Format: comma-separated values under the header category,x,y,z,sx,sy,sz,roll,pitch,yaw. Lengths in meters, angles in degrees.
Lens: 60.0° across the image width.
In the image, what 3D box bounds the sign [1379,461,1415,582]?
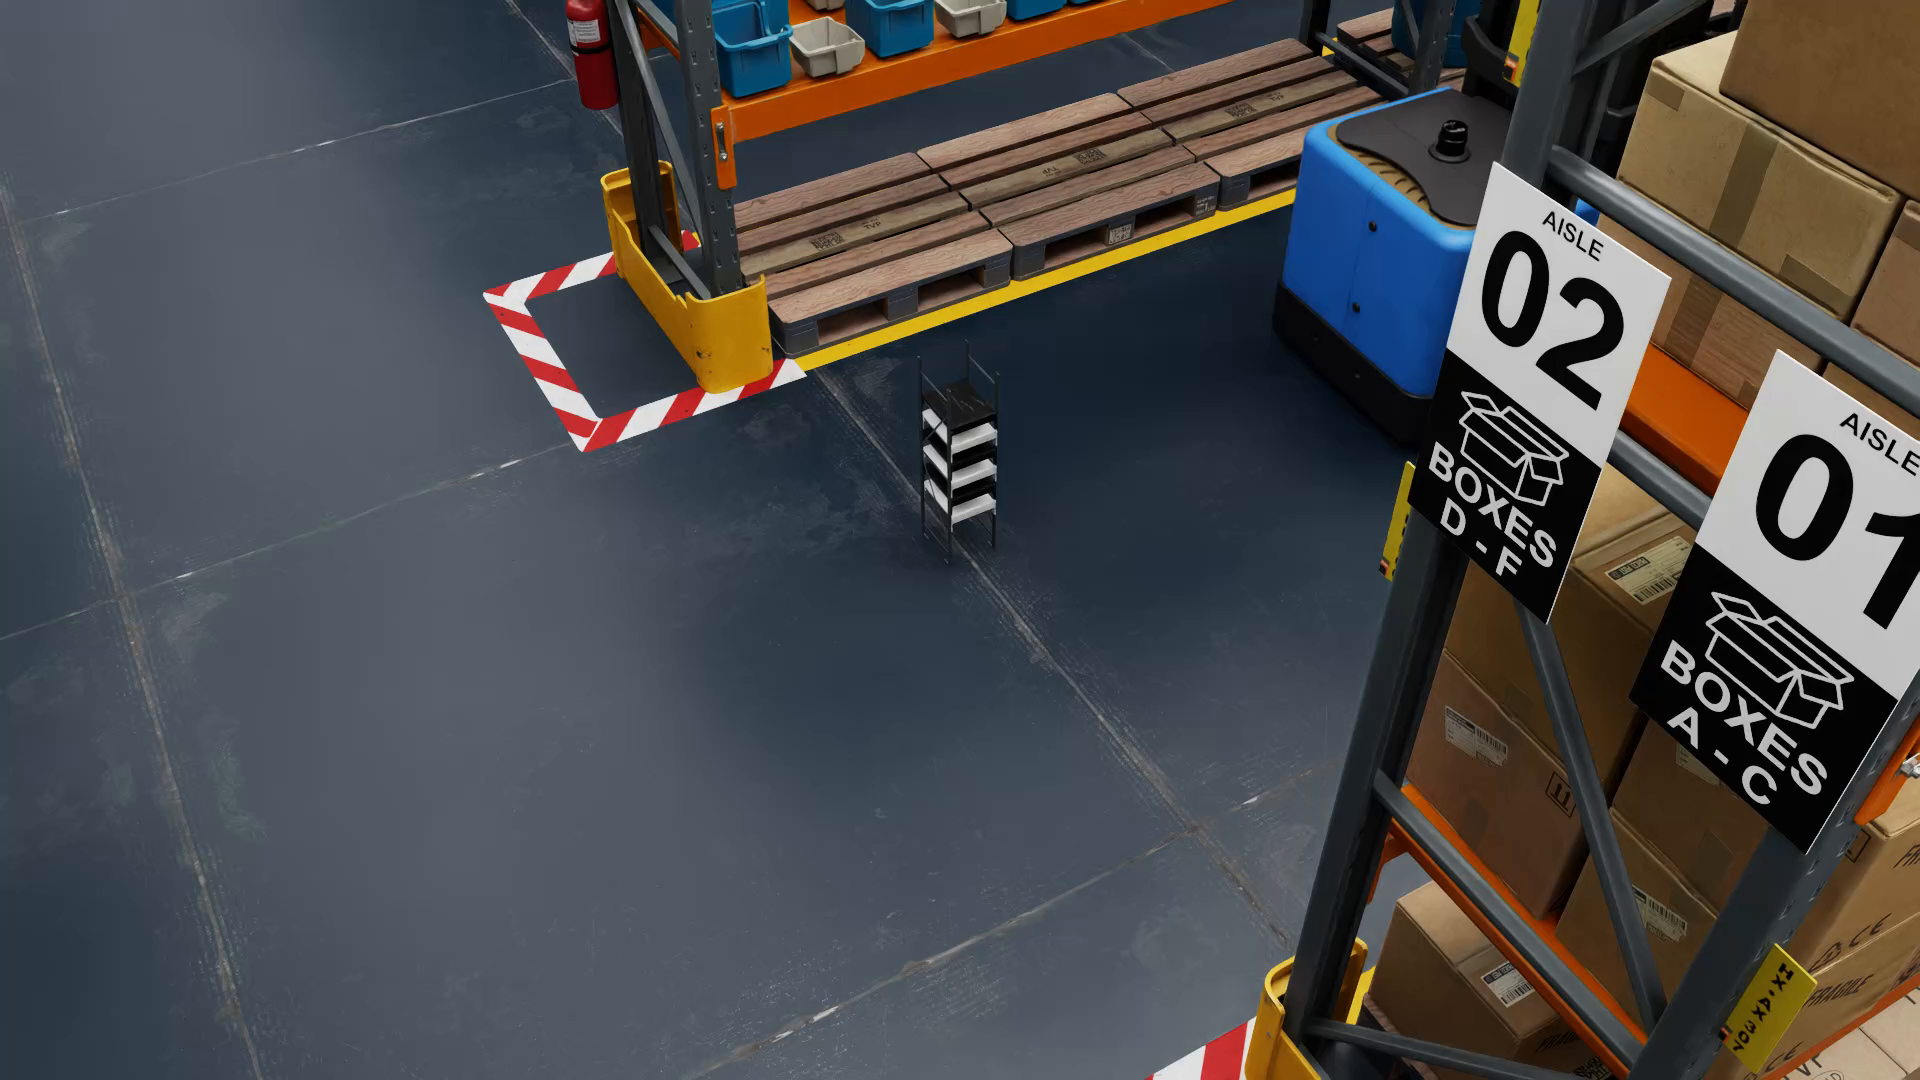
category,x,y,z,sx,sy,sz,roll,pitch,yaw
sign,0.959,-0.019,3.557,0.005,0.325,0.100,-22,48,-21

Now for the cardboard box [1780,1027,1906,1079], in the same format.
category,x,y,z,sx,sy,sz,roll,pitch,yaw
cardboard box,2.264,1.490,4.719,0.500,0.250,0.500,-22,48,-21

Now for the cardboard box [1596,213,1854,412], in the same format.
category,x,y,z,sx,sy,sz,roll,pitch,yaw
cardboard box,1.532,-0.508,3.073,0.500,0.250,0.500,-22,48,-21

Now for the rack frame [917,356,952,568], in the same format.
category,x,y,z,sx,sy,sz,roll,pitch,yaw
rack frame,-0.095,-0.285,6.397,0.006,0.900,0.240,-22,48,-21

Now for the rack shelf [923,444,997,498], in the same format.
category,x,y,z,sx,sy,sz,roll,pitch,yaw
rack shelf,-0.007,-0.296,6.457,0.200,0.077,0.258,-22,48,-21

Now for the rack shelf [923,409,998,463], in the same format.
category,x,y,z,sx,sy,sz,roll,pitch,yaw
rack shelf,-0.007,-0.425,6.332,0.200,0.077,0.258,-22,48,-21

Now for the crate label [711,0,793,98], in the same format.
category,x,y,z,sx,sy,sz,roll,pitch,yaw
crate label,-0.868,-1.989,6.722,0.303,0.233,0.416,-22,48,-21

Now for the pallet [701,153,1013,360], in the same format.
category,x,y,z,sx,sy,sz,roll,pitch,yaw
pallet,-0.512,-1.402,8.043,1.213,0.211,1.003,-22,48,-21

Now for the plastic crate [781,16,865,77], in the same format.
category,x,y,z,sx,sy,sz,roll,pitch,yaw
plastic crate,-0.549,-2.015,6.819,0.298,0.136,0.250,-22,48,-21

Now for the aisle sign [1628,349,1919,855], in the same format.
category,x,y,z,sx,sy,sz,roll,pitch,yaw
aisle sign,1.305,0.120,2.606,0.004,0.787,0.394,-22,48,-21

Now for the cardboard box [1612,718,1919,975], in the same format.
category,x,y,z,sx,sy,sz,roll,pitch,yaw
cardboard box,1.734,0.463,3.330,0.500,0.500,0.500,-20,48,-20

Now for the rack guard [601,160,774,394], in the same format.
category,x,y,z,sx,sy,sz,roll,pitch,yaw
rack guard,-1.261,-1.227,7.655,0.348,0.500,1.175,-22,48,-21

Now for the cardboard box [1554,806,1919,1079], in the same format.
category,x,y,z,sx,sy,sz,roll,pitch,yaw
cardboard box,1.734,0.822,3.678,0.500,0.500,0.500,-21,48,-20

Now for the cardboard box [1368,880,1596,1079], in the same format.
category,x,y,z,sx,sy,sz,roll,pitch,yaw
cardboard box,1.567,1.254,4.783,0.500,0.500,0.500,-22,48,-21

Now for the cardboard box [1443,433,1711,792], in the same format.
category,x,y,z,sx,sy,sz,roll,pitch,yaw
cardboard box,1.467,0.137,3.665,0.500,0.500,0.500,-22,48,-21

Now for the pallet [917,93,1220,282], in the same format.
category,x,y,z,sx,sy,sz,roll,pitch,yaw
pallet,0.544,-1.823,8.477,1.213,0.211,1.003,-22,48,-21

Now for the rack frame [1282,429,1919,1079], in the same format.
category,x,y,z,sx,sy,sz,roll,pitch,yaw
rack frame,1.218,0.852,3.718,0.127,3.000,1.000,-22,48,-21

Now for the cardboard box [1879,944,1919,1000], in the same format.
category,x,y,z,sx,sy,sz,roll,pitch,yaw
cardboard box,2.179,0.639,3.866,0.500,0.500,0.500,-22,48,-21

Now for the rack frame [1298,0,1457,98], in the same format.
category,x,y,z,sx,sy,sz,roll,pitch,yaw
rack frame,2.222,-3.528,8.232,0.127,3.000,1.000,-22,48,-21

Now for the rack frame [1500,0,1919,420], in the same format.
category,x,y,z,sx,sy,sz,roll,pitch,yaw
rack frame,1.218,-1.301,1.629,0.127,3.000,1.000,-22,48,-21

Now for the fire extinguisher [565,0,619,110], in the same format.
category,x,y,z,sx,sy,sz,roll,pitch,yaw
fire extinguisher,-1.604,-2.201,7.187,0.183,0.674,0.296,-22,48,-21

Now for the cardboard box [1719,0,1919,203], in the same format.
category,x,y,z,sx,sy,sz,roll,pitch,yaw
cardboard box,1.655,-0.807,2.484,0.500,0.500,0.700,-22,48,-21

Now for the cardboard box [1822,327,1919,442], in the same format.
category,x,y,z,sx,sy,sz,roll,pitch,yaw
cardboard box,1.790,-0.195,2.751,0.500,0.250,0.500,-22,48,-21

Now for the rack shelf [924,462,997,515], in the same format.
category,x,y,z,sx,sy,sz,roll,pitch,yaw
rack shelf,-0.007,-0.232,6.520,0.200,0.077,0.258,-22,48,-21

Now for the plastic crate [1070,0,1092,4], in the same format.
category,x,y,z,sx,sy,sz,roll,pitch,yaw
plastic crate,0.533,-2.550,7.300,0.300,0.233,0.416,-22,48,-21

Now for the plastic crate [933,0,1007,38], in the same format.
category,x,y,z,sx,sy,sz,roll,pitch,yaw
plastic crate,0.039,-2.251,7.062,0.298,0.136,0.250,-22,48,-21

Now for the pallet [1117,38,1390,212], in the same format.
category,x,y,z,sx,sy,sz,roll,pitch,yaw
pallet,1.603,-2.249,8.916,1.213,0.211,1.003,-22,48,-21

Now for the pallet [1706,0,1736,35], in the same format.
category,x,y,z,sx,sy,sz,roll,pitch,yaw
pallet,3.971,-3.196,9.892,1.213,0.211,1.003,-22,48,-21

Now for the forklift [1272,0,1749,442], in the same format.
category,x,y,z,sx,sy,sz,roll,pitch,yaw
forklift,2.987,-2.202,6.915,3.031,2.935,1.130,-20,48,-19

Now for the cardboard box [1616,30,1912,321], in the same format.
category,x,y,z,sx,sy,sz,roll,pitch,yaw
cardboard box,1.536,-0.682,2.894,0.500,0.250,0.500,-22,48,-21

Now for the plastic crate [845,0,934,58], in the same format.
category,x,y,z,sx,sy,sz,roll,pitch,yaw
plastic crate,-0.298,-2.217,6.958,0.300,0.233,0.416,-22,48,-21

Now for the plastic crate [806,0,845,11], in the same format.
category,x,y,z,sx,sy,sz,roll,pitch,yaw
plastic crate,-0.630,-2.459,7.277,0.243,0.136,0.396,-22,48,-21

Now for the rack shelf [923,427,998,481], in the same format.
category,x,y,z,sx,sy,sz,roll,pitch,yaw
rack shelf,-0.007,-0.361,6.394,0.200,0.077,0.258,-22,48,-21

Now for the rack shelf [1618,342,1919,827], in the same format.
category,x,y,z,sx,sy,sz,roll,pitch,yaw
rack shelf,2.952,-0.660,3.639,4.000,0.370,1.077,-22,48,-21

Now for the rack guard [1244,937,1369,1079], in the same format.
category,x,y,z,sx,sy,sz,roll,pitch,yaw
rack guard,1.284,1.723,4.616,0.348,0.500,1.175,-22,48,-21

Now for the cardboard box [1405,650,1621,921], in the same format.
category,x,y,z,sx,sy,sz,roll,pitch,yaw
cardboard box,1.471,0.497,4.013,0.500,0.500,0.500,-20,48,-20

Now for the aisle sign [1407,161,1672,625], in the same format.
category,x,y,z,sx,sy,sz,roll,pitch,yaw
aisle sign,1.006,-0.242,2.979,0.004,0.787,0.394,-22,48,-21

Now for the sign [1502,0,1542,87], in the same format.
category,x,y,z,sx,sy,sz,roll,pitch,yaw
sign,0.959,-0.884,2.718,0.005,0.325,0.100,-22,48,-21

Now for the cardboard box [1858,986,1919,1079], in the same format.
category,x,y,z,sx,sy,sz,roll,pitch,yaw
cardboard box,2.698,1.317,4.898,0.500,0.250,0.500,-22,48,-21

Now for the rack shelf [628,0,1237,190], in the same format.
category,x,y,z,sx,sy,sz,roll,pitch,yaw
rack shelf,0.488,-2.576,7.767,4.000,0.370,1.077,-22,48,-21

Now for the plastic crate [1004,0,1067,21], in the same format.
category,x,y,z,sx,sy,sz,roll,pitch,yaw
plastic crate,0.273,-2.445,7.193,0.300,0.233,0.416,-22,48,-21

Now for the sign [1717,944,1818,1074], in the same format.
category,x,y,z,sx,sy,sz,roll,pitch,yaw
sign,1.488,0.869,3.079,0.005,0.325,0.100,-22,48,-21

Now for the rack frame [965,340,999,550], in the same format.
category,x,y,z,sx,sy,sz,roll,pitch,yaw
rack frame,0.081,-0.355,6.470,0.006,0.900,0.240,-22,48,-21

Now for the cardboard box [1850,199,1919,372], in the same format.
category,x,y,z,sx,sy,sz,roll,pitch,yaw
cardboard box,1.793,-0.371,2.573,0.500,0.250,0.500,-22,48,-21

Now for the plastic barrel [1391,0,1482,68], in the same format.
category,x,y,z,sx,sy,sz,roll,pitch,yaw
plastic barrel,2.702,-3.104,9.000,0.708,0.901,0.600,-22,48,-21

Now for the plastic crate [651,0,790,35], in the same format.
category,x,y,z,sx,sy,sz,roll,pitch,yaw
plastic crate,-1.049,-2.403,7.004,0.499,0.435,0.616,-22,48,-21

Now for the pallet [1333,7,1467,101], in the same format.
category,x,y,z,sx,sy,sz,roll,pitch,yaw
pallet,2.912,-2.770,9.453,1.213,0.211,1.003,-22,48,-21

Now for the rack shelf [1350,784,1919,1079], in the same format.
category,x,y,z,sx,sy,sz,roll,pitch,yaw
rack shelf,2.952,0.416,4.684,4.000,0.370,1.077,-22,48,-21

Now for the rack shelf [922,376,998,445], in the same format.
category,x,y,z,sx,sy,sz,roll,pitch,yaw
rack shelf,-0.007,-0.490,6.269,0.200,0.077,0.258,-22,48,-21

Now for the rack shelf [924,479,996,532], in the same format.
category,x,y,z,sx,sy,sz,roll,pitch,yaw
rack shelf,-0.007,-0.167,6.582,0.200,0.077,0.258,-22,48,-21

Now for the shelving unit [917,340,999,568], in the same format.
category,x,y,z,sx,sy,sz,roll,pitch,yaw
shelving unit,-0.007,-0.320,6.434,0.210,0.900,0.258,-22,48,-21

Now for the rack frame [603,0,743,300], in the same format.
category,x,y,z,sx,sy,sz,roll,pitch,yaw
rack frame,-1.247,-2.140,6.802,0.127,3.000,1.000,-22,48,-21

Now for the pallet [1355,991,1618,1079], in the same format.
category,x,y,z,sx,sy,sz,roll,pitch,yaw
pallet,1.975,1.549,5.002,1.213,0.211,1.003,-22,48,-21
